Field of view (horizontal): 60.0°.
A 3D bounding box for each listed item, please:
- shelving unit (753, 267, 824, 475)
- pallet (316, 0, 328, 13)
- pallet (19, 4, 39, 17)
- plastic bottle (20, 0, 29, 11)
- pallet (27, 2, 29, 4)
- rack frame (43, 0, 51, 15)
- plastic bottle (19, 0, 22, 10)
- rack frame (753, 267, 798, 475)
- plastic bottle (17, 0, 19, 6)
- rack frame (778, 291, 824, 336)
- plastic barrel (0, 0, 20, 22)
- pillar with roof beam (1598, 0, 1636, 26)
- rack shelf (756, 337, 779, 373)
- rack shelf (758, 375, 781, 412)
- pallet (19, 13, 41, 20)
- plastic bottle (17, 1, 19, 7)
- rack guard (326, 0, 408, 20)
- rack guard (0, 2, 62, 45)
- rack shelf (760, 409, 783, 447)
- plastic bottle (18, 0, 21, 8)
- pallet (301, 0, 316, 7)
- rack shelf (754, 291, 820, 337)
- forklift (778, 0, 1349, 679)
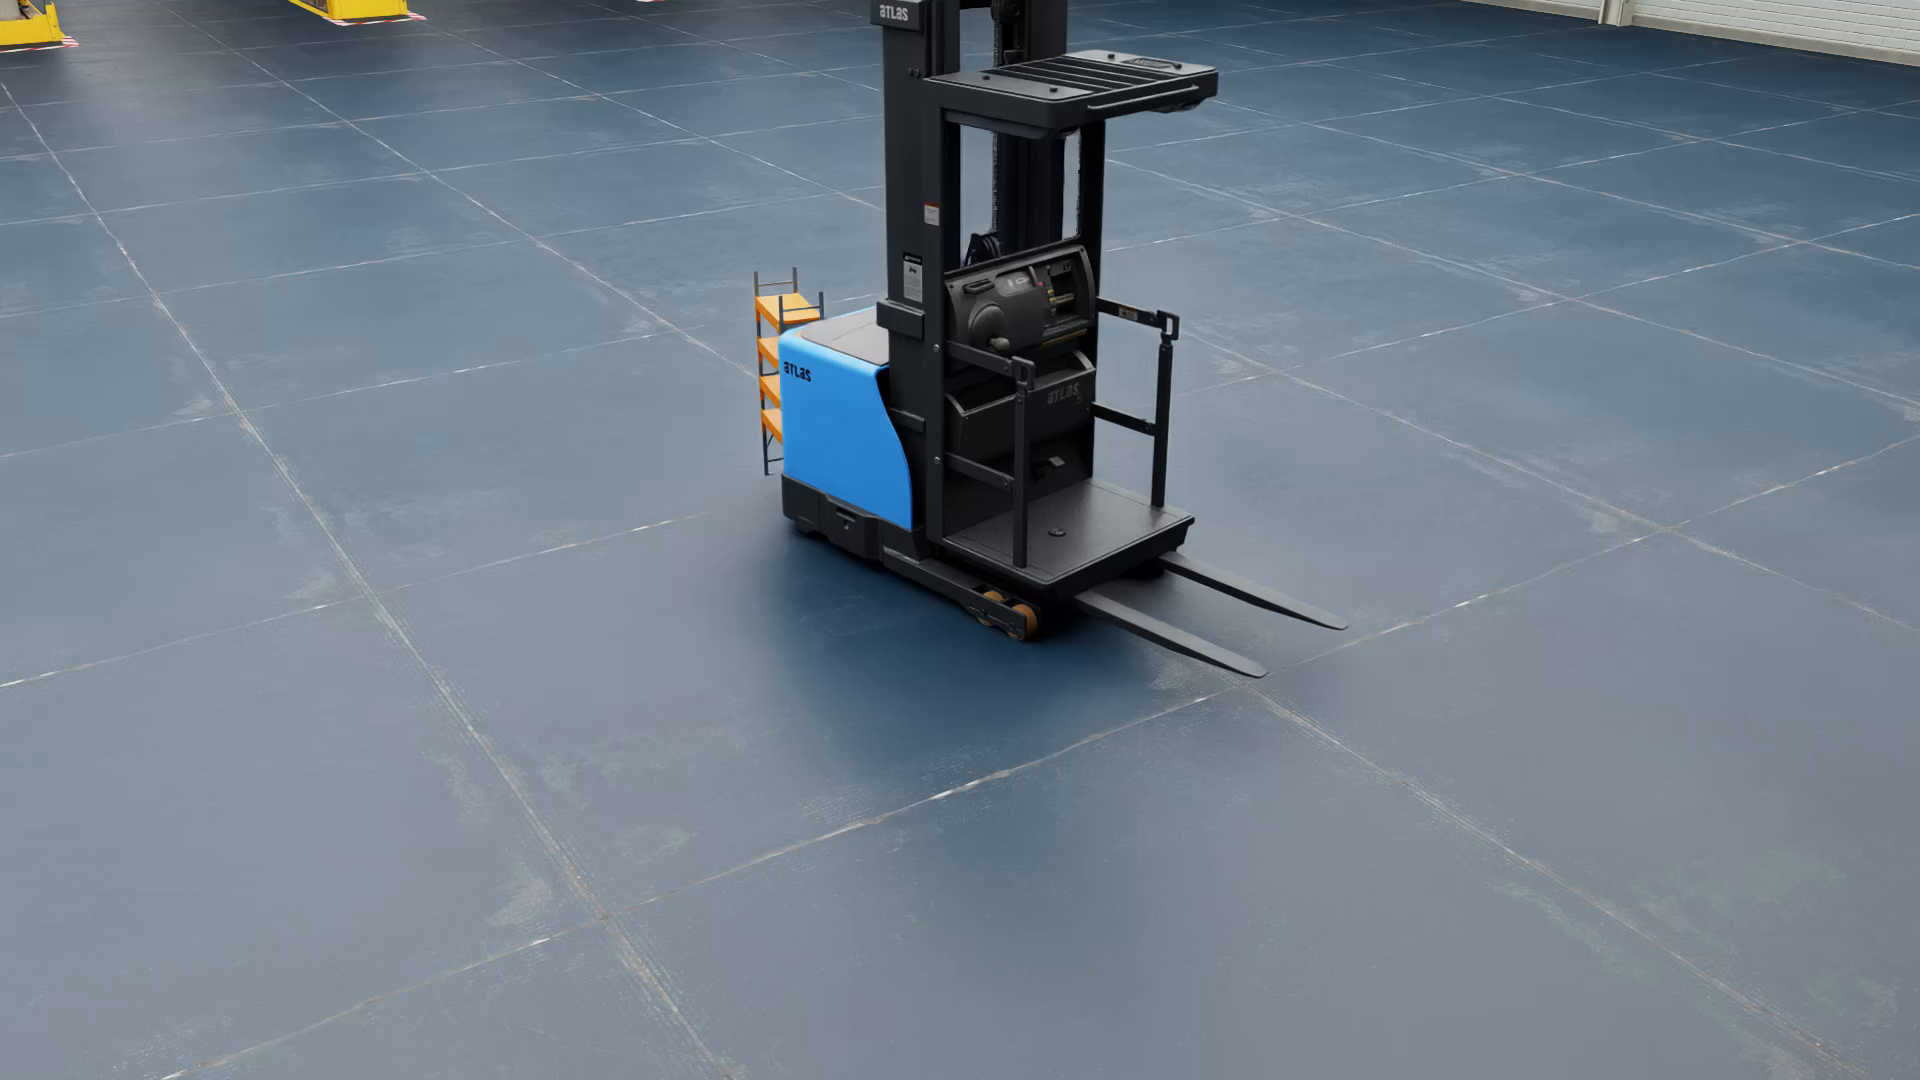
[{"bbox_3d":[-0.919,-0.838,9.120,0.258,1.200,0.503,-10,27,-19],"label":"shelving unit"},{"bbox_3d":[-9.786,-8.707,26.947,1.003,0.211,1.213,-16,29,-30],"label":"pallet"},{"bbox_3d":[-14.662,-7.971,25.388,1.003,0.211,1.213,-16,29,-30],"label":"pallet"},{"bbox_3d":[-14.209,-8.174,25.233,0.097,0.271,0.097,0,25,0],"label":"plastic bottle"},{"bbox_3d":[-15.332,-8.408,26.313,1.003,0.211,1.213,-16,29,-30],"label":"pallet"},{"bbox_3d":[-13.480,-8.488,23.216,1.000,3.000,0.127,-16,29,-30],"label":"rack frame"},{"bbox_3d":[-14.266,-8.180,25.326,0.097,0.201,0.097,0,25,0],"label":"plastic bottle"},{"bbox_3d":[-1.009,-0.935,9.325,0.240,1.200,0.015,-10,27,-19],"label":"rack frame"},{"bbox_3d":[-14.451,-8.333,25.568,0.097,0.271,0.097,0,25,0],"label":"plastic bottle"},{"bbox_3d":[-0.829,-0.741,8.914,0.240,1.200,0.015,-10,27,-19],"label":"rack frame"},{"bbox_3d":[-13.904,-7.770,24.119,0.421,0.512,0.421,0,25,0],"label":"plastic barrel"},{"bbox_3d":[6.448,-10.986,21.481,9.100,9.000,0.400,-16,29,-30],"label":"pillar with roof beam"},{"bbox_3d":[-0.919,-0.979,9.053,0.258,0.148,0.480,-10,27,-19],"label":"rack shelf"},{"bbox_3d":[-0.919,-0.777,9.148,0.258,0.148,0.480,-10,27,-19],"label":"rack shelf"},{"bbox_3d":[-14.000,-7.535,24.464,1.003,0.211,1.213,-16,29,-30],"label":"pallet"},{"bbox_3d":[-14.505,-8.336,25.658,0.097,0.201,0.097,0,25,0],"label":"plastic bottle"},{"bbox_3d":[-9.372,-8.539,26.253,1.175,0.500,0.348,-16,29,-30],"label":"rack guard"},{"bbox_3d":[-13.561,-7.374,23.784,1.175,0.500,0.348,-16,29,-30],"label":"rack guard"},{"bbox_3d":[-0.919,-0.598,9.233,0.258,0.148,0.480,-10,27,-19],"label":"rack shelf"},{"bbox_3d":[-14.396,-8.297,25.492,0.097,0.271,0.097,0,25,0],"label":"plastic bottle"},{"bbox_3d":[-10.448,-9.143,27.871,1.003,0.211,1.213,-16,29,-30],"label":"pallet"},{"bbox_3d":[-0.919,-1.193,8.952,0.258,0.148,0.480,-10,27,-19],"label":"rack shelf"},{"bbox_3d":[0.443,-1.106,7.659,1.130,2.935,3.031,-23,33,-39],"label":"forklift"}]
